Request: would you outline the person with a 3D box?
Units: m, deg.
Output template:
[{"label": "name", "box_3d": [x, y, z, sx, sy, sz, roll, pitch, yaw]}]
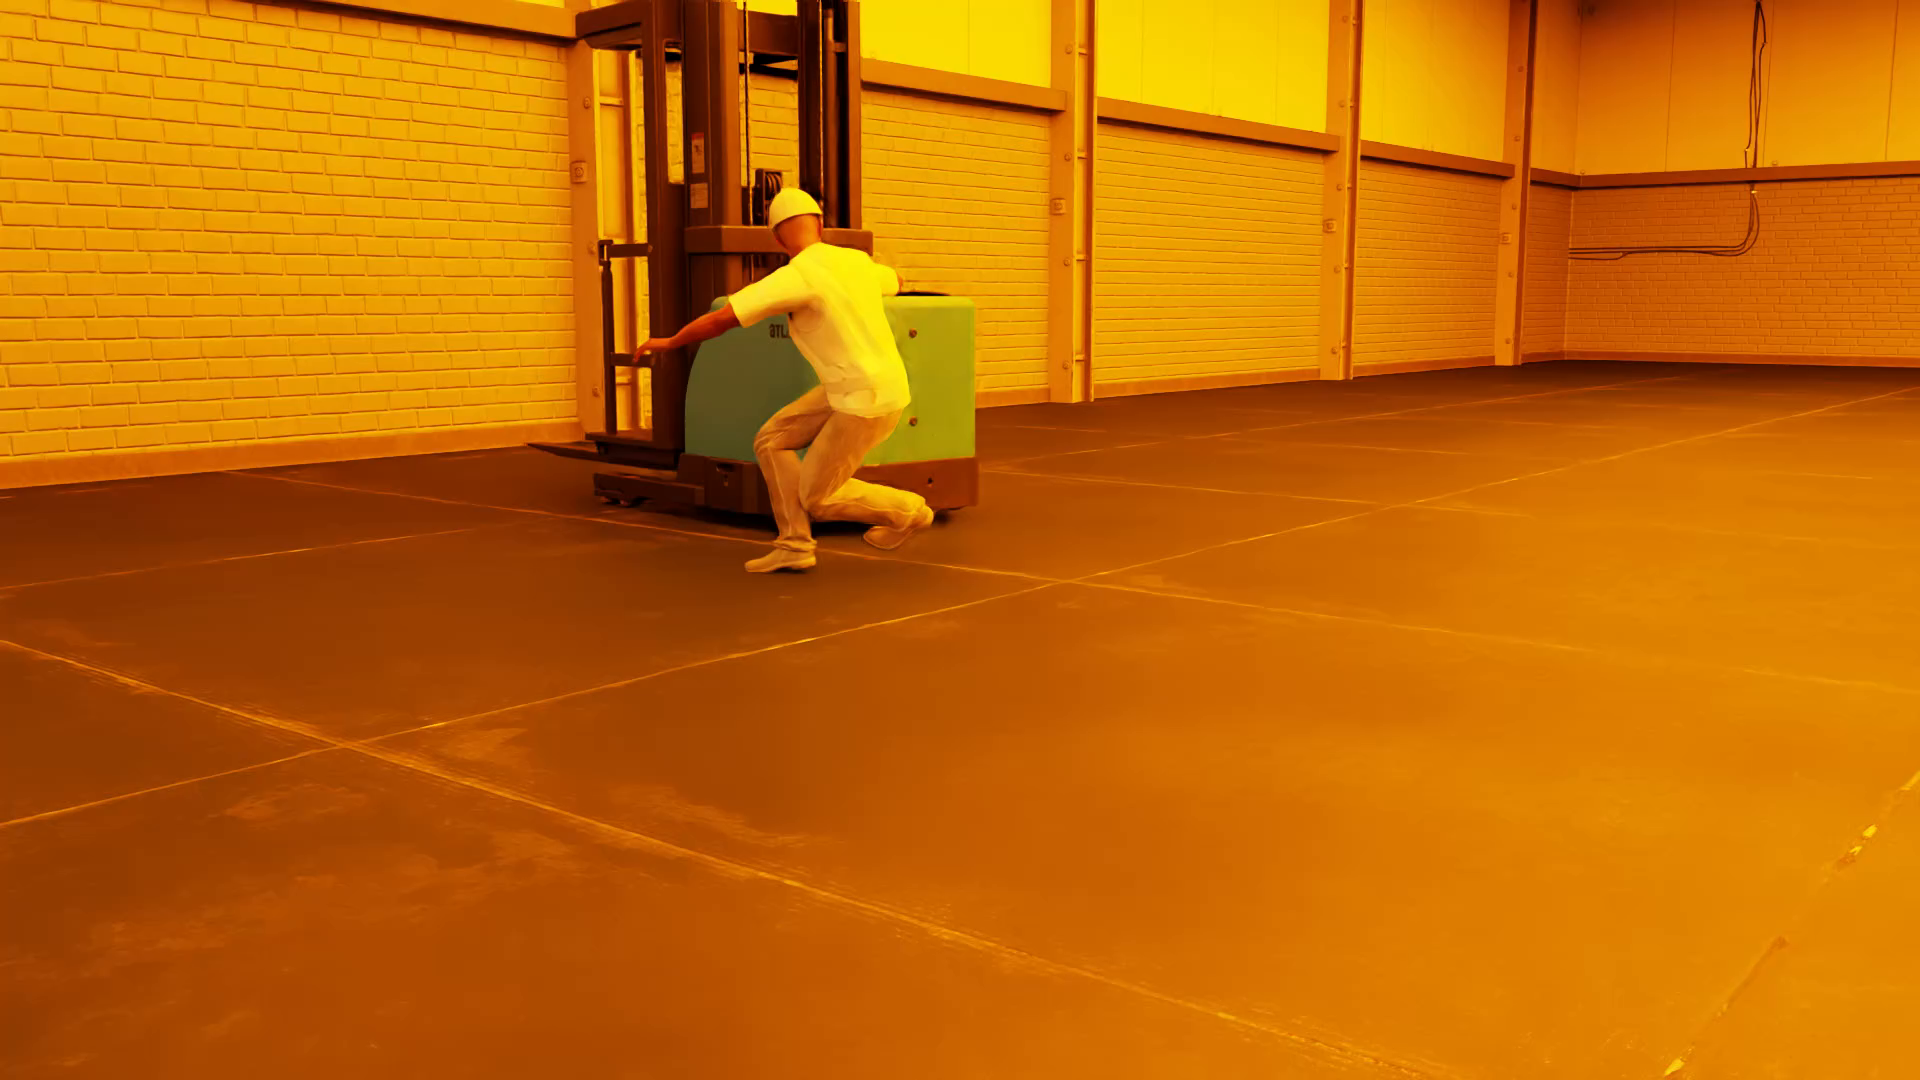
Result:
[{"label": "person", "box_3d": [-0.675, -0.619, 6.548, 1.139, 1.498, 0.880, 0, 8, 1]}]

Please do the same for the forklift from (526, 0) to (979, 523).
[{"label": "forklift", "box_3d": [-1.272, -1.664, 8.651, 1.130, 2.935, 3.031, -7, 11, -42]}]
